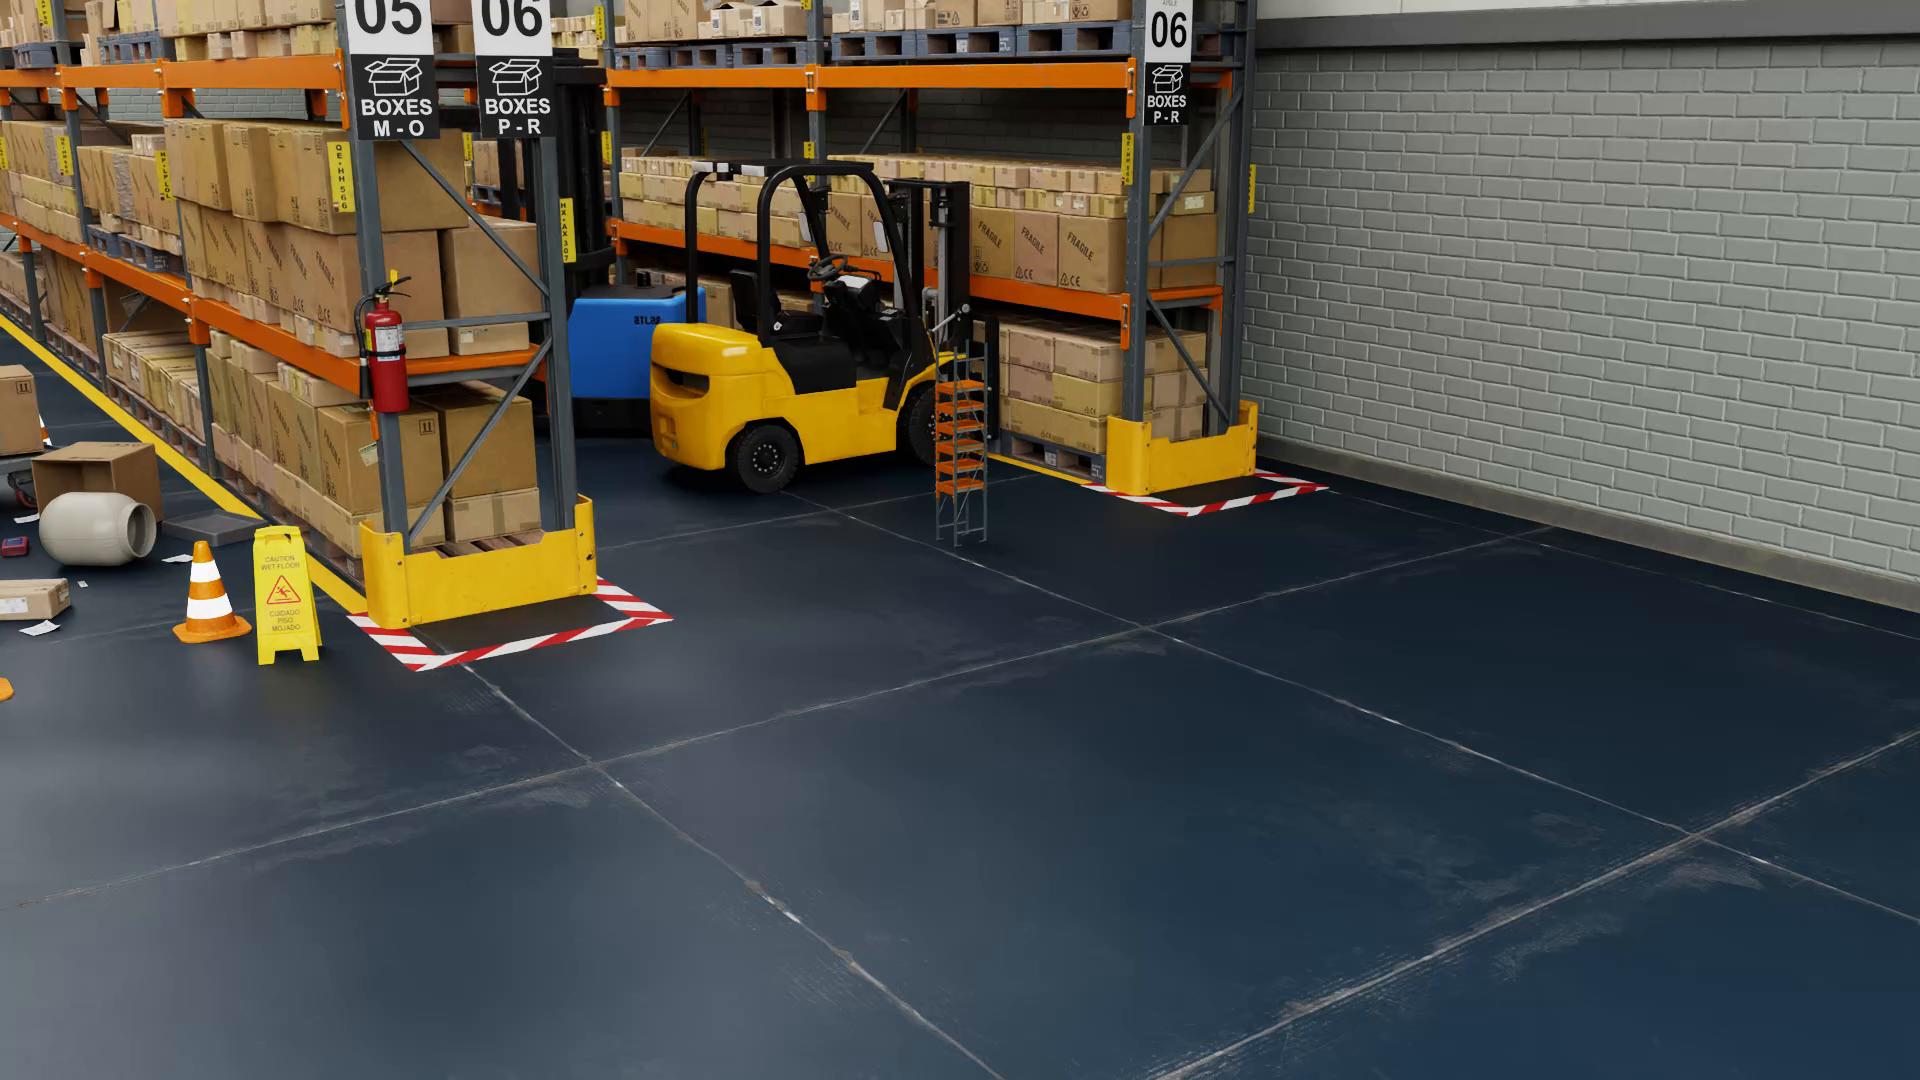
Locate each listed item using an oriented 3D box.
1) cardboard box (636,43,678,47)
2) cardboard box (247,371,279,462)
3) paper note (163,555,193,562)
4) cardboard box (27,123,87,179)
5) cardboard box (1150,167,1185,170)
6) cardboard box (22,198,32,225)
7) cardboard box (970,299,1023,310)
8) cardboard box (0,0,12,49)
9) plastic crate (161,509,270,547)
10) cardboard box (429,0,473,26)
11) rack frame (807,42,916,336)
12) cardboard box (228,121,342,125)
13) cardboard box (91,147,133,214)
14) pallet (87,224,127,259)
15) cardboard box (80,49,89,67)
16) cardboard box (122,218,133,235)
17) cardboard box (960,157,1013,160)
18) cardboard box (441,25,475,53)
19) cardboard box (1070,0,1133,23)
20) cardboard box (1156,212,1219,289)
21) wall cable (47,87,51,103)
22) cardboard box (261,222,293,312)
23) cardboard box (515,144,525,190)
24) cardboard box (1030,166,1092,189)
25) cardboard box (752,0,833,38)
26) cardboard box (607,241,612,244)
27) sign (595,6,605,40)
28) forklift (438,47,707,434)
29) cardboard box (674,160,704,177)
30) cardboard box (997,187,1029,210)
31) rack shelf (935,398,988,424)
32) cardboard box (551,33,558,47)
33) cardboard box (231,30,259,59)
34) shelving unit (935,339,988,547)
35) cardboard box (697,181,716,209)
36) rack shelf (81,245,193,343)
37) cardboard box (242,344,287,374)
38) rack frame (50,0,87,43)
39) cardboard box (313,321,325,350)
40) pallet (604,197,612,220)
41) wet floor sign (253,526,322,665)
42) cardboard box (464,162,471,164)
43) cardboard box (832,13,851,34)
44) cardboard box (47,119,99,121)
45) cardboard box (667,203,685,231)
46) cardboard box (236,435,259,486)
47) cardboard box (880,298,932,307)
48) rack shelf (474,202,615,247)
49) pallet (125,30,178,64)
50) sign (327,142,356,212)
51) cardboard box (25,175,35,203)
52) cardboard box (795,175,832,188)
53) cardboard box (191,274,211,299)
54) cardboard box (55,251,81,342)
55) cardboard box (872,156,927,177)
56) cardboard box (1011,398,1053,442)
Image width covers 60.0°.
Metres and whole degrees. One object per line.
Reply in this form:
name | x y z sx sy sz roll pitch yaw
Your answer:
cardboard box | -3.194 -5.259 17.454 0.380 0.149 0.250 -11 19 -34
cardboard box | -4.077 -0.798 10.303 0.500 0.500 0.500 -10 18 -32
paper note | -4.522 0.103 9.642 0.148 0.019 0.142 10 18 33
cardboard box | -8.587 -3.730 15.940 0.500 0.500 0.500 -11 19 -35
cardboard box | 1.402 -2.545 11.709 0.380 0.149 0.250 -10 18 -33
cardboard box | -9.186 -3.342 16.890 0.500 0.250 0.500 -11 19 -36
cardboard box | 0.222 -1.790 13.454 0.500 0.250 0.500 -11 19 -34
cardboard box | -9.253 -5.124 16.449 0.500 0.500 0.500 -11 19 -36
plastic crate | -4.573 -0.081 10.220 0.583 0.080 0.402 10 18 33
cardboard box | -2.561 -2.764 8.531 0.500 0.250 0.500 -11 19 -36
rack frame | -0.820 -2.723 14.342 1.000 3.000 0.127 -11 19 -35
cardboard box | -3.813 -2.177 9.700 0.700 0.500 0.500 -11 19 -35
cardboard box | -6.795 -2.958 13.652 0.500 0.500 0.500 -10 18 -32
pallet | -6.680 -2.577 14.175 1.213 0.211 1.003 -11 19 -35
cardboard box | -7.137 -4.038 13.940 0.380 0.149 0.250 -11 19 -35
cardboard box | -6.532 -2.556 13.414 0.380 0.149 0.250 -10 18 -31
cardboard box | 0.227 -2.989 13.334 0.380 0.149 0.250 -11 19 -35
cardboard box | -2.413 -2.544 8.483 0.380 0.149 0.250 -11 19 -34
cardboard box | 1.075 -3.671 10.951 0.500 0.500 0.500 -10 18 -33
cardboard box | 1.465 -2.066 11.752 0.500 0.500 0.500 -10 18 -33
wall cable | -14.082 -6.427 25.952 0.588 1.984 0.122 -11 19 -35
cardboard box | -3.605 -1.577 9.404 0.500 0.500 0.500 -11 19 -35
cardboard box | -4.654 -4.266 18.994 0.700 0.500 0.500 -11 19 -35
cardboard box | 0.719 -2.581 11.843 0.380 0.149 0.250 -11 19 -34
cardboard box | -1.443 -4.494 14.316 0.500 0.311 0.500 -12 19 -36
cardboard box | -4.279 -3.437 19.663 0.380 0.149 0.250 -11 19 -34
sign | -3.612 -5.189 16.692 0.100 0.325 0.005 -11 19 -35
forklift | -3.620 -2.380 13.220 3.031 2.935 1.130 2 15 6
cardboard box | -2.557 -3.614 16.179 0.380 0.149 0.250 -11 19 -34
cardboard box | 0.492 -2.479 12.035 0.380 0.149 0.250 -12 19 -36
rack shelf | 0.009 -0.764 9.855 0.258 0.103 0.180 -11 19 -35
cardboard box | -4.310 -5.461 18.193 0.380 0.149 0.250 -10 18 -33
cardboard box | -3.856 -2.777 9.333 0.380 0.149 0.250 -11 19 -35
shelving unit | 0.009 -0.576 9.906 0.258 1.200 0.189 -11 19 -35
cardboard box | -2.201 -3.286 15.738 0.500 0.250 0.500 -11 19 -34
rack shelf | -6.009 -2.032 13.179 1.077 0.370 4.000 -11 19 -35
cardboard box | -4.215 -1.132 10.294 0.380 0.149 0.250 -10 18 -31
rack frame | -7.185 -5.699 13.853 1.000 3.000 0.127 -11 19 -35
cardboard box | -3.246 -1.118 8.954 0.380 0.149 0.250 -11 19 -35
pallet | -3.627 -3.618 17.977 1.213 0.211 1.003 -11 19 -35
wet floor sign | -3.235 0.245 7.959 0.267 0.644 0.232 -4 16 -15
cardboard box | -6.327 -4.678 21.205 0.500 0.250 0.500 -11 19 -34
cardboard box | -0.802 -4.156 13.388 0.380 0.149 0.250 -10 18 -33
cardboard box | -9.621 -4.330 18.129 0.500 0.500 0.500 -11 19 -34
cardboard box | -2.508 -3.155 16.205 0.500 0.250 0.500 -12 19 -36
cardboard box | -4.381 -0.548 10.808 0.500 0.250 0.500 -10 18 -31
cardboard box | -0.497 -1.819 13.557 0.500 0.250 0.500 -11 19 -34
rack shelf | -4.348 -3.657 19.118 1.077 0.370 4.000 -11 19 -35
pallet | -5.110 -3.456 11.695 1.213 0.211 1.003 -11 19 -35
sign | -2.942 -1.726 7.910 0.100 0.325 0.005 -11 19 -35
cardboard box | -8.902 -3.472 16.417 0.500 0.250 0.500 -11 19 -34
cardboard box | -1.200 -3.122 14.384 0.380 0.149 0.250 -10 18 -33
cardboard box | -4.907 -1.713 11.130 0.380 0.149 0.250 -11 19 -35
cardboard box | -8.570 -2.526 16.852 0.875 0.875 0.875 -10 18 -33
cardboard box | -0.489 -3.018 13.440 0.380 0.149 0.250 -11 19 -36
cardboard box | 0.715 -0.904 12.110 0.500 0.250 0.500 -11 19 -35
